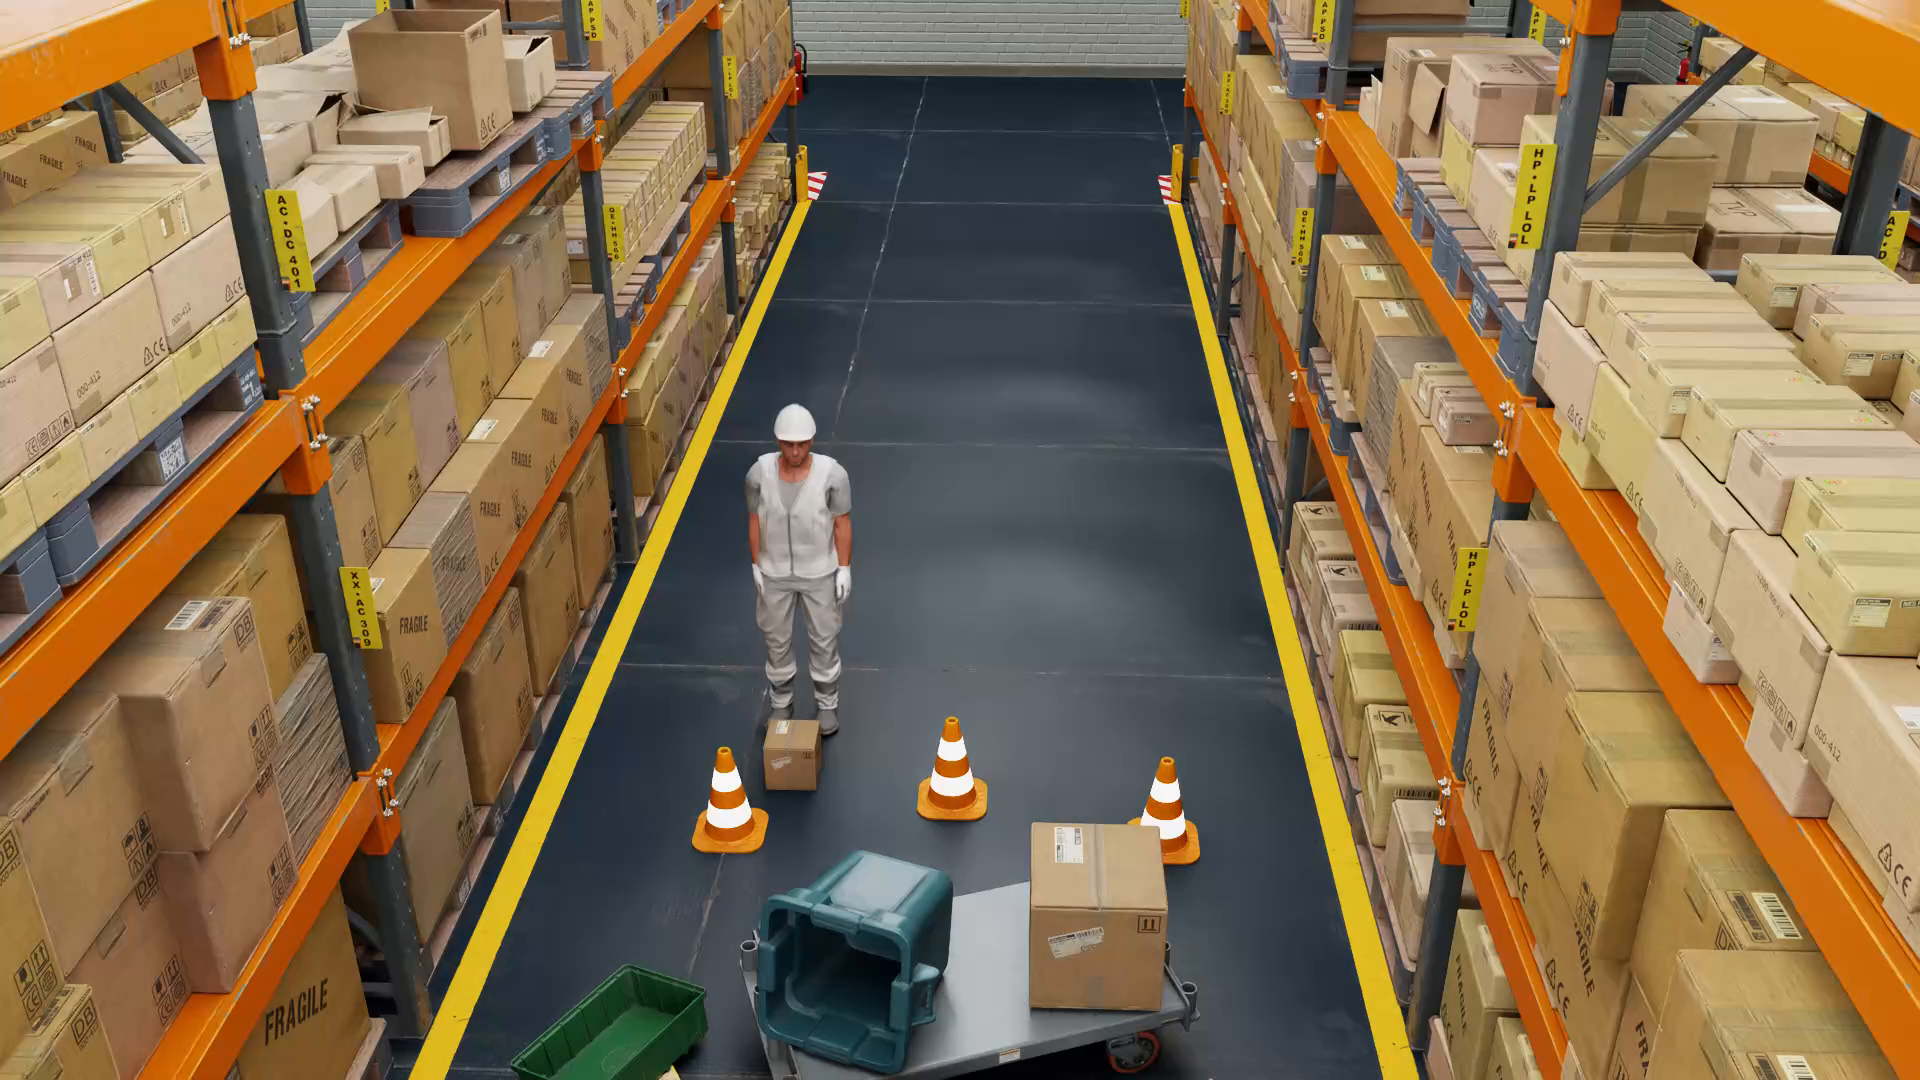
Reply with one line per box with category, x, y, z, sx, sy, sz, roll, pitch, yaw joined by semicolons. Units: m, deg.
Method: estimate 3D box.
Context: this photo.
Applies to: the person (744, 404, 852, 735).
person;-0.795;0.157;8.300;0.525;1.783;0.337;2;28;3
